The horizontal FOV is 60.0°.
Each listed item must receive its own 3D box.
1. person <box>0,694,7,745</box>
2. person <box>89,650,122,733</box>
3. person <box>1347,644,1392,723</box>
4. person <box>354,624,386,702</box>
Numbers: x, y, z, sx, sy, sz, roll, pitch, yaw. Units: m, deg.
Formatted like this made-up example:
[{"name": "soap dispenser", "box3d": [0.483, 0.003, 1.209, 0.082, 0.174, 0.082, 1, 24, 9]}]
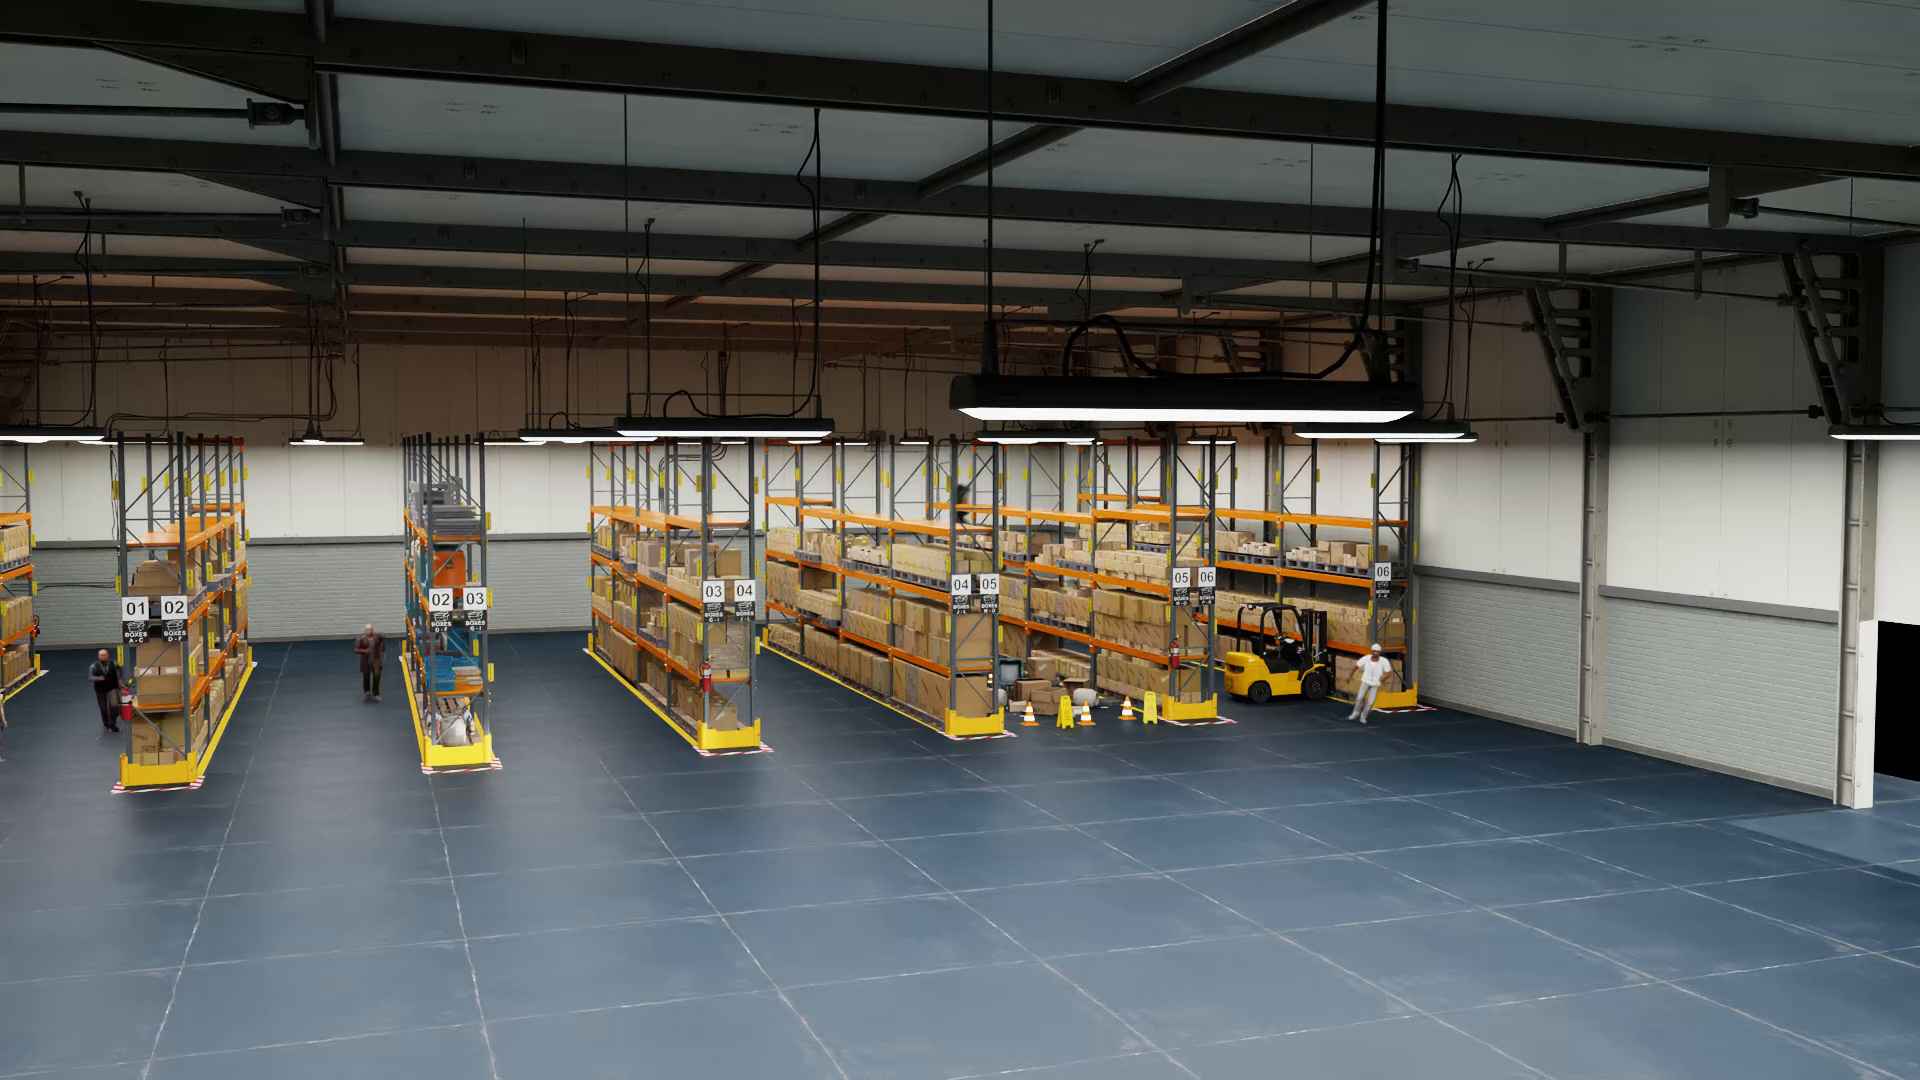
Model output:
[{"name": "person", "box3d": [-17.332, 3.290, 29.623, 0.739, 1.606, 0.574, 1, 3, 21]}, {"name": "person", "box3d": [-17.167, 3.027, 33.425, 0.577, 1.667, 0.963, -1, 3, -22]}, {"name": "person", "box3d": [8.515, 2.994, 34.547, 0.889, 1.681, 0.632, 1, 3, 10]}, {"name": "person", "box3d": [-13.369, 2.769, 37.707, 0.700, 1.755, 1.059, -1, 3, -24]}]
